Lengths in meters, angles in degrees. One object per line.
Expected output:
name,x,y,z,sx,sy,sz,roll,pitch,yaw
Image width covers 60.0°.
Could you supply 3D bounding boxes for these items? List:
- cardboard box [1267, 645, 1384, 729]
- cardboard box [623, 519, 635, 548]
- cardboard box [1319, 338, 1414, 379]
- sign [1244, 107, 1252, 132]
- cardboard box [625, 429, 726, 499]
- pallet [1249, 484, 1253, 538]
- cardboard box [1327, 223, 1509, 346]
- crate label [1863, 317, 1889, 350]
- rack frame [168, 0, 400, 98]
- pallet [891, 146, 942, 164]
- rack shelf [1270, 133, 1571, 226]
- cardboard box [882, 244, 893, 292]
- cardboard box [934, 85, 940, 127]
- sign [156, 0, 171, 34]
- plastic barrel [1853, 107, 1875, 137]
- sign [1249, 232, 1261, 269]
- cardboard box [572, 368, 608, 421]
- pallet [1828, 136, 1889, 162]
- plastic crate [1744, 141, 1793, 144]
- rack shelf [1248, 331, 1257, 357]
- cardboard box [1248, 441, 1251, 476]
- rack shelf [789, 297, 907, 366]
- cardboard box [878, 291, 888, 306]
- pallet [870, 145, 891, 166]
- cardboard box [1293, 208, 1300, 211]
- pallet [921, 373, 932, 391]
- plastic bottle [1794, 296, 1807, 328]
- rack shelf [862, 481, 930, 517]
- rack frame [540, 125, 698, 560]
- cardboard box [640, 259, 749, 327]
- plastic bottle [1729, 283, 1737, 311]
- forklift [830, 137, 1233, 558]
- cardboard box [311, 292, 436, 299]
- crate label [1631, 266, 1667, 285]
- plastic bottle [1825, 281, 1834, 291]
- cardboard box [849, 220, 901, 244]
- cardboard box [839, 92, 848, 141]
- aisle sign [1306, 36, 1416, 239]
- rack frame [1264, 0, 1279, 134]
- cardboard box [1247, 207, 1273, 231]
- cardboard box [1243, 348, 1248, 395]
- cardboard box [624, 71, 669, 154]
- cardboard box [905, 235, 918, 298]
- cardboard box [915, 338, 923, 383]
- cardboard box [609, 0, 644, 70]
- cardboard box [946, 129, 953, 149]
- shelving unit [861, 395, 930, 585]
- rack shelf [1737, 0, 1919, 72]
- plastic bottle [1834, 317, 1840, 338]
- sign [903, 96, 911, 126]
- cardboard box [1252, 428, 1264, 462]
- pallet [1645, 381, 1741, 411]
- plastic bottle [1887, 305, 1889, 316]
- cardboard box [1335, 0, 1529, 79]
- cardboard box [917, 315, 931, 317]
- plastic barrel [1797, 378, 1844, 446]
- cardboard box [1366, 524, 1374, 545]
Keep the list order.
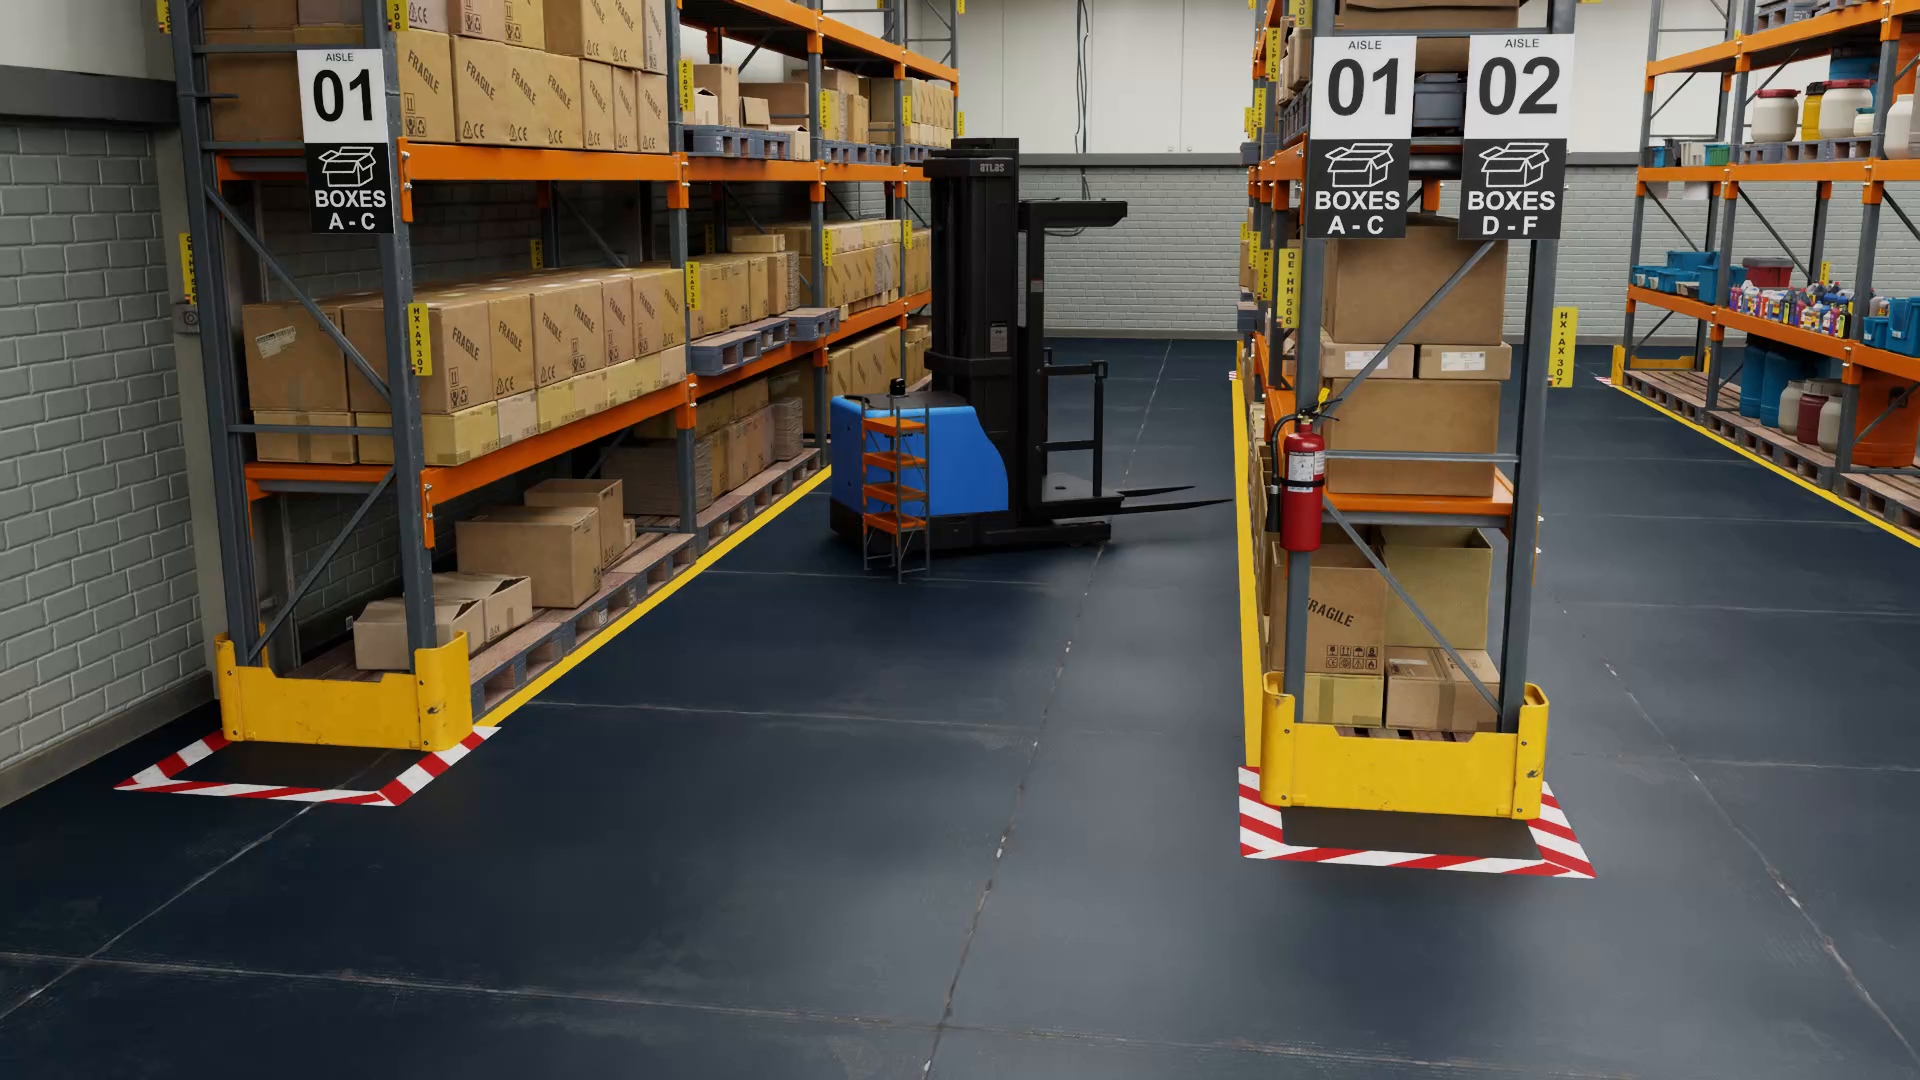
cardboard box,1.698,0.674,7.777,0.500,0.250,0.500,2,12,9
cardboard box,-2.425,-0.054,11.305,0.380,0.166,0.250,0,12,1
cardboard box,1.778,-0.796,7.288,0.380,0.149,0.250,2,12,8
sign,3.832,-5.586,22.097,0.100,0.325,0.005,2,12,9
cardboard box,-2.246,-0.592,13.011,0.700,0.500,0.500,2,12,8
pallet,2.783,-0.223,13.026,1.003,0.211,1.213,2,12,9
cardboard box,2.000,-1.135,7.322,0.700,0.500,0.500,2,12,9
crate label,7.596,-1.691,13.615,0.303,0.233,0.416,2,12,9
rack frame,-2.988,-3.436,7.078,1.000,3.000,0.127,2,12,9
pallet,-0.816,-4.848,20.958,1.003,0.211,1.213,2,12,9
rack shelf,2.215,-1.875,8.661,1.077,0.370,4.000,2,12,9
cardboard box,-1.033,-2.995,18.279,0.500,0.500,0.500,2,12,9
cardboard box,-0.530,-5.474,20.996,0.500,0.500,0.500,1,12,6
sign,-3.533,-2.425,7.404,0.100,0.325,0.005,2,12,9
plastic barrel,8.052,-3.680,14.660,0.301,0.262,0.301,0,12,0
sign,2.600,-2.552,14.655,0.100,0.325,0.005,2,12,9
cardboard box,-2.369,-0.851,9.630,0.500,0.250,0.500,2,12,9
pallet,8.246,-3.378,14.376,1.003,0.211,1.213,2,12,9
plastic crate,9.109,-4.333,18.668,0.497,0.269,0.590,2,12,9
rack shelf,3.445,-2.074,16.704,1.077,0.370,4.000,2,12,9
cardboard box,2.691,-0.666,13.994,0.500,0.250,0.500,2,12,7
rack shelf,-1.450,-2.234,17.445,1.077,0.370,4.000,2,12,9
cardboard box,-0.997,-2.646,18.202,0.380,0.149,0.250,2,12,9
pallet,-1.235,-4.182,18.112,0.805,0.209,1.217,1,12,6
cardboard box,4.419,-3.897,20.847,0.500,0.500,0.500,2,12,10
pallet,-0.763,-2.049,21.500,1.003,0.211,1.213,2,12,9
plastic bottle,7.848,-2.127,15.519,0.061,0.283,0.133,2,12,9
rack shelf,-0.436,-0.280,11.265,0.258,0.148,0.480,-7,14,-30
rack frame,-2.373,-1.336,11.574,1.000,3.000,0.127,2,12,9
cardboard box,-2.097,-1.959,13.183,0.700,0.500,0.500,4,13,16
plastic bottle,8.169,-2.561,17.534,0.061,0.283,0.133,2,12,9
forklift,0.589,-1.480,12.405,3.031,2.935,1.130,-5,13,-20
cardboard box,-3.038,-1.016,8.617,0.500,0.500,0.500,2,12,9
crate label,8.899,-3.420,21.498,0.416,0.233,0.303,2,12,9
plastic bottle,8.829,-2.455,16.880,0.144,0.351,0.185,2,12,9
cardboard box,-0.961,-3.467,18.689,0.500,0.250,0.500,2,12,10
cardboard box,-1.548,-4.332,17.073,0.700,0.500,0.500,2,12,9
aisle sign,1.607,-1.611,6.676,0.394,0.787,0.004,2,12,9
rack frame,3.138,-4.942,14.064,1.000,3.000,0.127,2,12,9
cardboard box,4.039,-4.128,21.919,0.500,0.500,0.500,2,12,10
cardboard box,3.560,-1.963,19.370,0.500,0.500,0.500,2,12,9
cardboard box,-2.207,-2.748,10.718,0.500,0.500,0.500,2,12,10
cardboard box,-1.043,-3.261,19.791,0.980,0.700,0.700,2,12,10
cardboard box,-0.846,-2.242,20.712,0.700,0.500,0.500,2,12,8
cardboard box,-2.256,-3.122,10.081,0.500,0.500,0.500,3,12,12
cardboard box,-0.378,-5.320,22.063,0.500,0.250,0.500,2,12,10
shelving unit,-0.436,-0.346,11.251,0.258,1.200,0.503,-7,14,-30
rack shelf,8.339,-4.650,15.366,1.077,0.370,4.000,2,12,9
plastic bottle,7.708,-1.872,14.532,0.097,0.201,0.097,0,12,0
sign,-0.605,-4.859,18.825,0.100,0.325,0.005,2,12,9
cardboard box,2.535,-0.722,12.923,0.500,0.311,0.500,2,12,8
pallet,8.907,-1.726,20.003,1.003,0.211,1.213,2,12,9
plastic bottle,8.605,-2.080,15.331,0.097,0.271,0.097,0,12,0
cardboard box,2.000,-2.254,7.137,0.797,0.503,0.637,3,12,13
cardboard box,-0.376,-2.953,22.473,0.380,0.149,0.250,2,12,8
plastic barrel,8.264,-1.212,15.724,0.600,0.588,0.708,2,12,9
cardboard box,2.349,0.115,8.588,0.500,0.500,0.500,2,12,9
